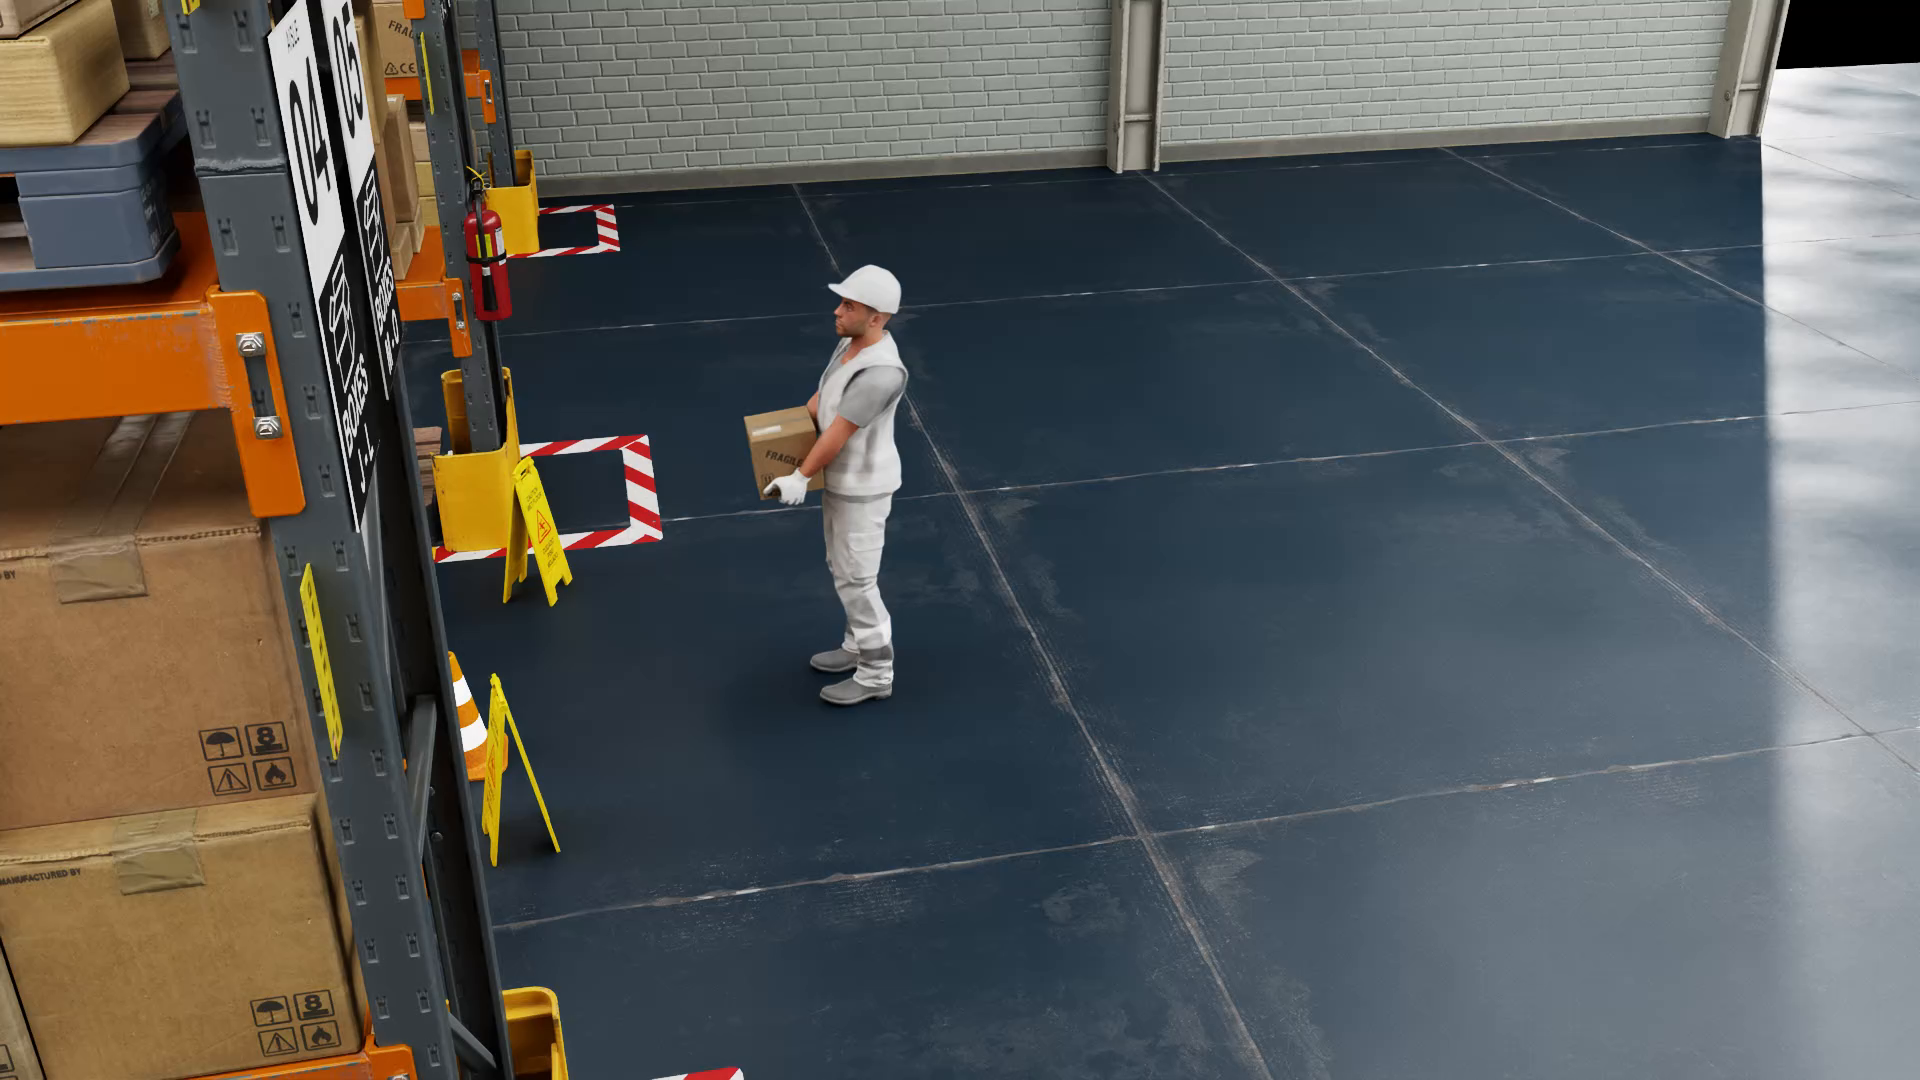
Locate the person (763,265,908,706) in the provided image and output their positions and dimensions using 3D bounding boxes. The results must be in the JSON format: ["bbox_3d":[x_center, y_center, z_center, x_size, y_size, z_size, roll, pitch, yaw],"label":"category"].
[{"bbox_3d":[-0.496,-0.197,6.490,0.563,1.782,0.493,-6,27,-11],"label":"person"}]
